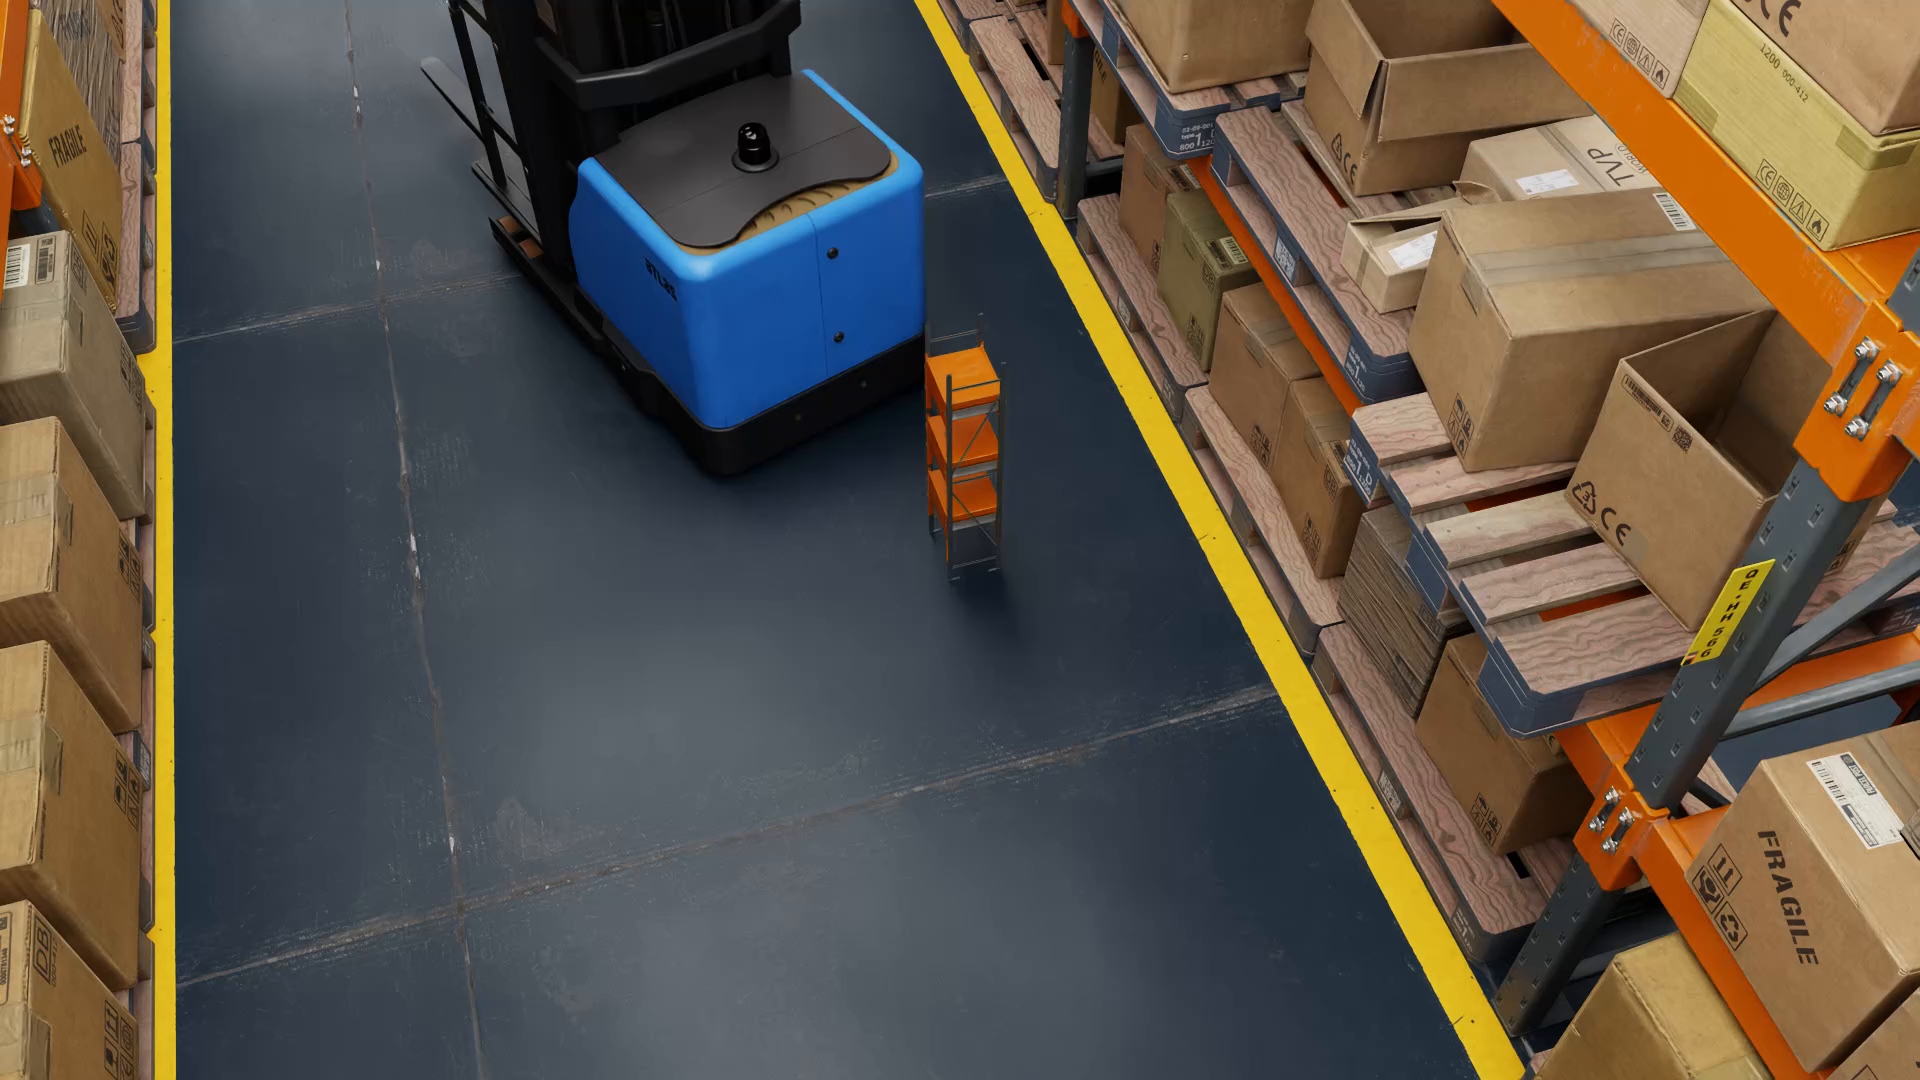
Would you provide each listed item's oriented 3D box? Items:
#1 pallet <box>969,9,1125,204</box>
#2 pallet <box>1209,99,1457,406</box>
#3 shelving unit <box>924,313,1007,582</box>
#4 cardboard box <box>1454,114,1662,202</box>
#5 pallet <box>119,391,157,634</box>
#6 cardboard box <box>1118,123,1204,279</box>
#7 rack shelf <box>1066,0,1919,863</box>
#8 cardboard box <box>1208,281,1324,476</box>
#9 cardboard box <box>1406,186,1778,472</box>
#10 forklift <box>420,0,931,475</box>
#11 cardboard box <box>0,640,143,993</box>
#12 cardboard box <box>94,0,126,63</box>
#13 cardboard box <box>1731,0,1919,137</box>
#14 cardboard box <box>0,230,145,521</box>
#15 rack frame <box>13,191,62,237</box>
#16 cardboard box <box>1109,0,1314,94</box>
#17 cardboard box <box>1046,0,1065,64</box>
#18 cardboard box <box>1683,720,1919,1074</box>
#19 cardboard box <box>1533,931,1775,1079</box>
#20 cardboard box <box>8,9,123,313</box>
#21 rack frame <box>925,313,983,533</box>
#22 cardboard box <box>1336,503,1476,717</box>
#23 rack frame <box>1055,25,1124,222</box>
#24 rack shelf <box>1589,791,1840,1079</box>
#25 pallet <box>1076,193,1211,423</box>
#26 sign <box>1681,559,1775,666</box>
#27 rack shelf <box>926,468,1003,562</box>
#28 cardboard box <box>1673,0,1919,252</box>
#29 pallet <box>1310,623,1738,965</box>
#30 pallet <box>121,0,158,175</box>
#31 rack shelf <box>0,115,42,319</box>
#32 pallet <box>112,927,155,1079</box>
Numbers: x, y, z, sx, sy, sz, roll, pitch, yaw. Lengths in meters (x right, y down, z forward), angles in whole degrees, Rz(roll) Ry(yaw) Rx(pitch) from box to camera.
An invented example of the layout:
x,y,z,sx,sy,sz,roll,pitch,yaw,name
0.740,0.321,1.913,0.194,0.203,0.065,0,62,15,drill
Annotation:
x,y,z,sx,sy,sz,roll,pitch,yaw,name
0.694,-2.133,7.910,1.003,0.211,1.213,-13,51,-11,pallet
1.485,-1.002,5.259,1.003,0.211,1.213,-13,51,-11,pallet
0.016,-0.299,5.816,0.215,1.050,0.252,-13,51,-11,shelving unit
1.833,-0.991,4.947,0.500,0.250,0.500,-15,51,-12,cardboard box
-3.541,-0.056,6.159,1.003,0.211,1.213,-13,51,-11,pallet
1.088,-1.432,6.842,0.700,0.500,0.500,-17,52,-14,cardboard box
1.518,-0.856,5.481,1.077,0.370,4.000,-13,51,-11,rack shelf
1.376,-0.671,6.201,0.700,0.500,0.500,-17,52,-14,cardboard box
1.651,-0.566,4.425,0.700,0.500,0.500,-7,50,-6,cardboard box
-1.392,-2.286,6.260,1.130,2.935,3.031,-29,56,-22,forklift
-3.014,0.907,4.720,1.050,0.750,0.750,-13,51,-10,cardboard box
-4.499,-2.751,7.722,0.875,0.875,0.875,-14,51,-12,cardboard box
1.729,-1.080,2.844,0.500,0.500,0.500,-12,51,-10,cardboard box
-3.572,-0.479,5.888,1.050,0.750,0.750,-14,51,-11,cardboard box
-3.842,-1.501,5.554,1.000,3.000,0.127,-13,51,-11,rack frame
1.028,-2.266,5.531,1.000,1.000,1.000,-13,51,-11,cardboard box
0.670,-2.597,7.837,0.500,0.500,0.500,1,50,1,cardboard box
1.993,0.757,3.585,0.500,0.500,0.500,-12,51,-10,cardboard box
2.294,1.431,4.197,1.225,0.875,0.875,-15,52,-13,cardboard box
-3.961,-1.427,6.606,0.875,0.875,0.875,-13,51,-10,cardboard box
-0.020,-0.388,5.891,0.200,1.050,0.008,-13,51,-11,rack frame
1.716,0.149,5.509,0.700,0.500,0.500,-17,52,-14,cardboard box
0.927,-2.549,6.437,1.000,3.000,0.127,-13,51,-11,rack frame
2.701,2.065,3.018,1.077,0.370,4.000,-13,51,-11,rack shelf
1.158,-1.082,7.024,1.003,0.211,1.213,-13,51,-11,pallet
1.594,0.154,3.453,0.100,0.325,0.005,-13,51,-11,sign
0.016,-0.113,6.036,0.215,0.259,0.240,-13,51,-11,rack shelf
1.735,-0.838,3.131,0.500,0.250,0.500,-13,51,-11,cardboard box
1.880,0.700,5.522,1.003,0.211,1.213,-13,51,-11,pallet
-4.356,-2.068,7.856,1.003,0.211,1.213,-13,51,-11,pallet
-3.250,0.191,4.597,1.077,0.370,4.000,-13,51,-11,rack shelf
-2.820,1.726,4.657,1.003,0.211,1.213,-13,51,-11,pallet
